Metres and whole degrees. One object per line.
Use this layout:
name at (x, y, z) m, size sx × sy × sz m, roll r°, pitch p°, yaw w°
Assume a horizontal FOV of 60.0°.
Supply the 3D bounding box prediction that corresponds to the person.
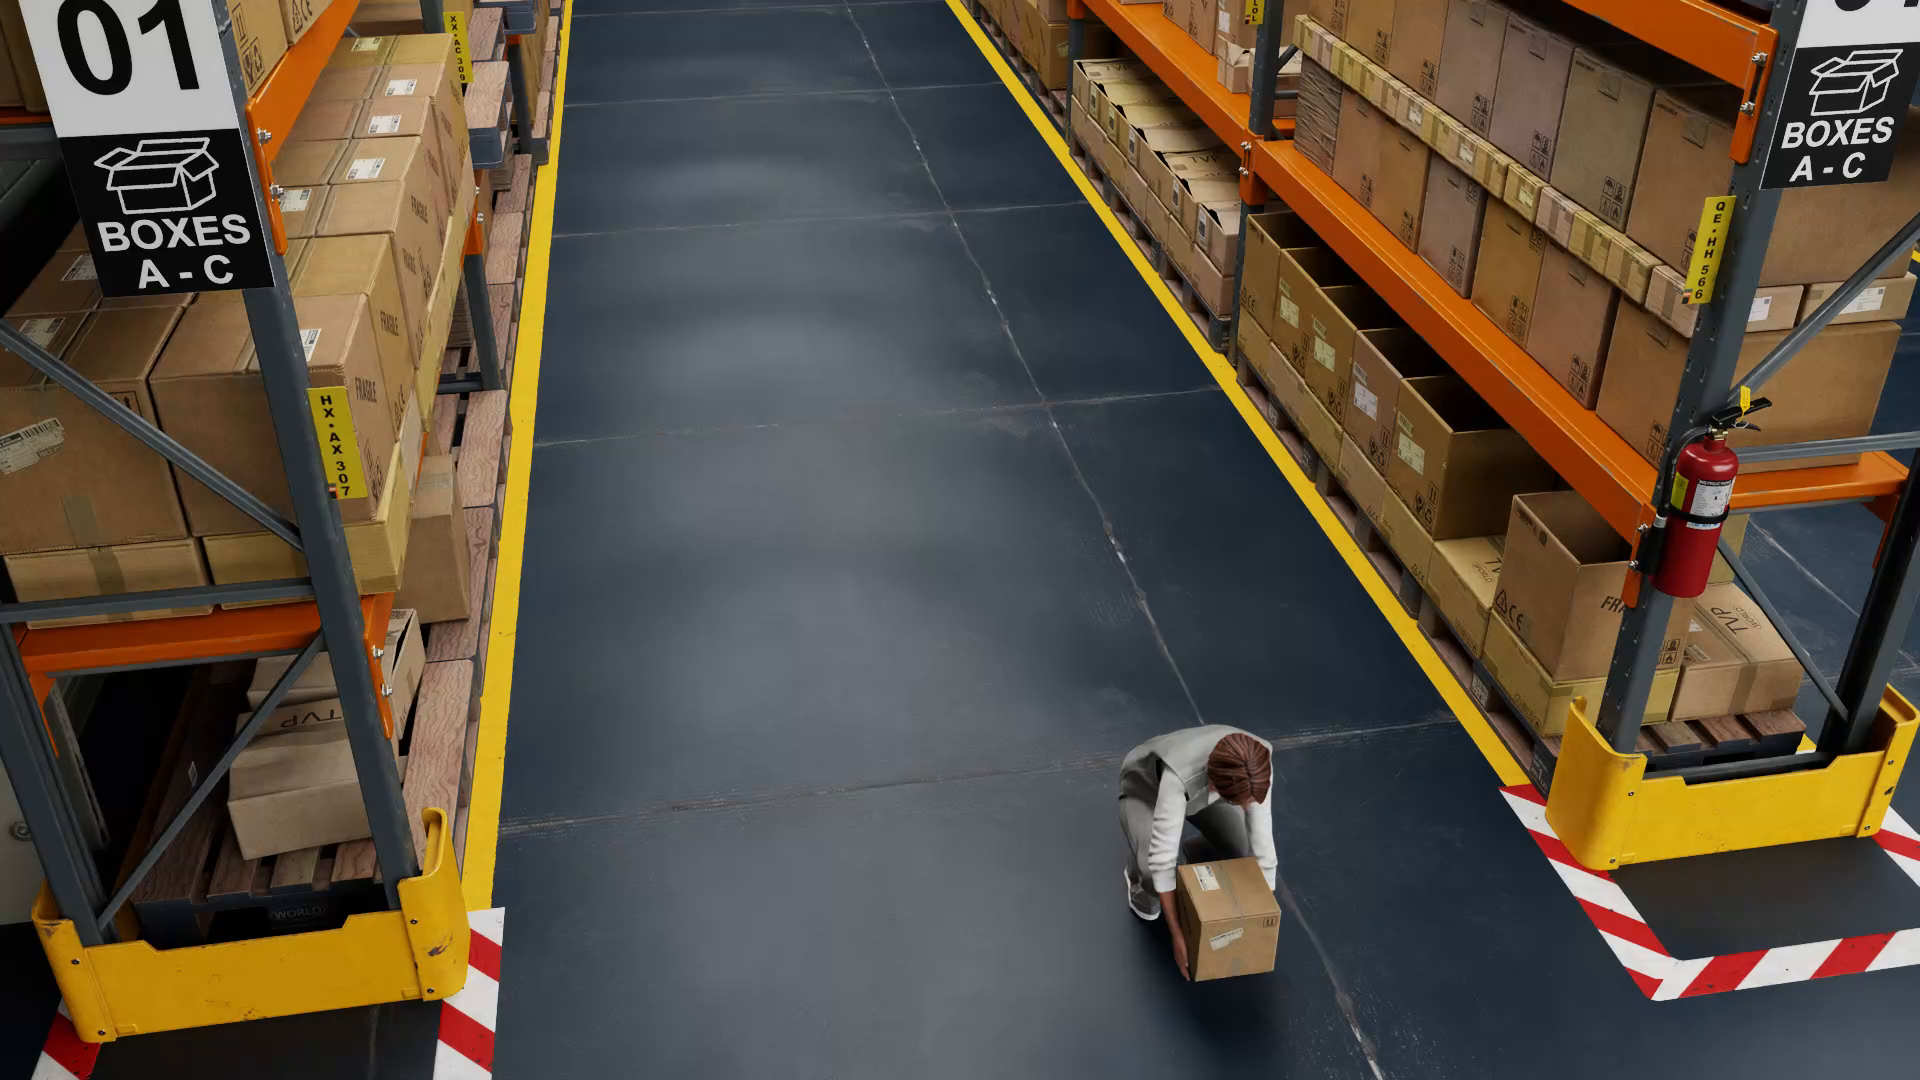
person at (0.765, 0.889, 5.345) m, size 0.421 × 0.908 × 0.834 m, roll -6°, pitch 32°, yaw -10°
